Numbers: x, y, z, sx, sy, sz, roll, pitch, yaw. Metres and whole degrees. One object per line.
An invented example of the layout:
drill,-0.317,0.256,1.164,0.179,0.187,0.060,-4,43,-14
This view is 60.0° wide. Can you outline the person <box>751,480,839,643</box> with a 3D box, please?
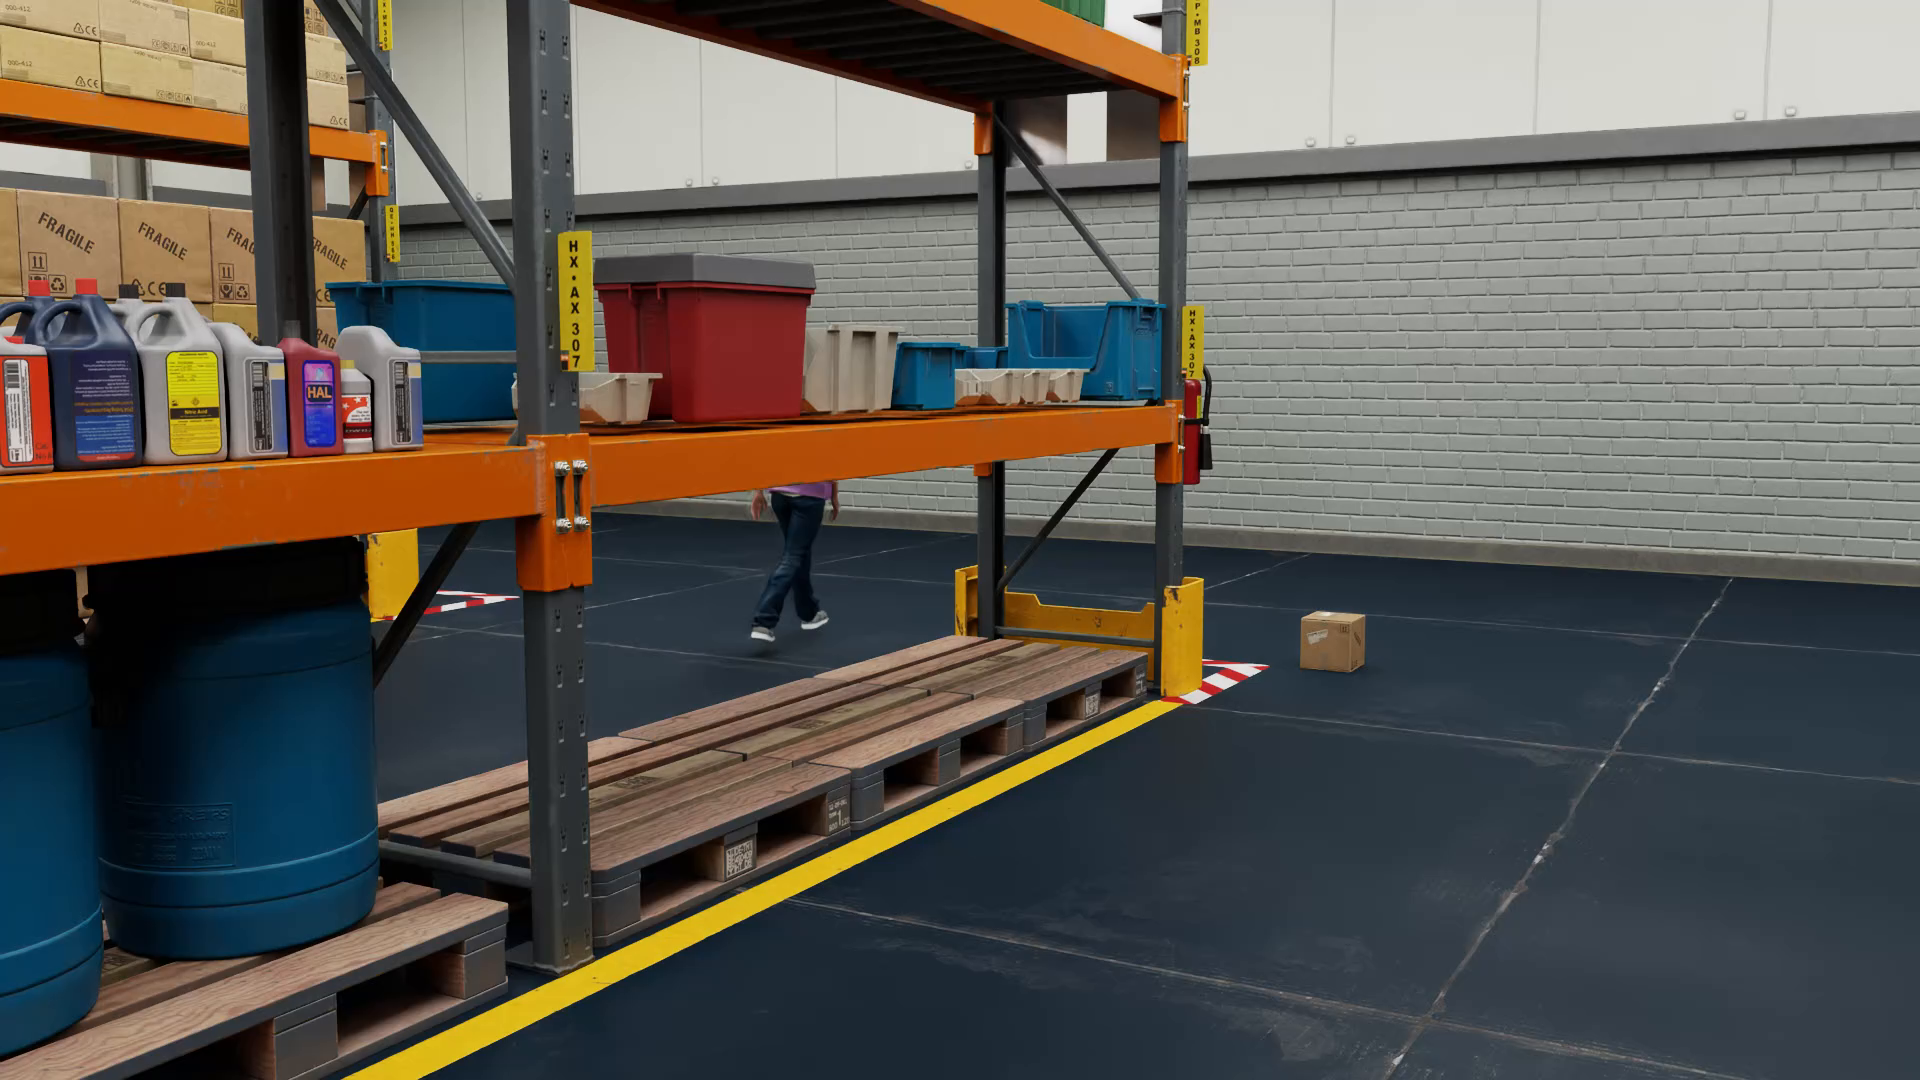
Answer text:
person,-0.826,-0.248,8.775,0.465,1.530,0.902,3,7,29
